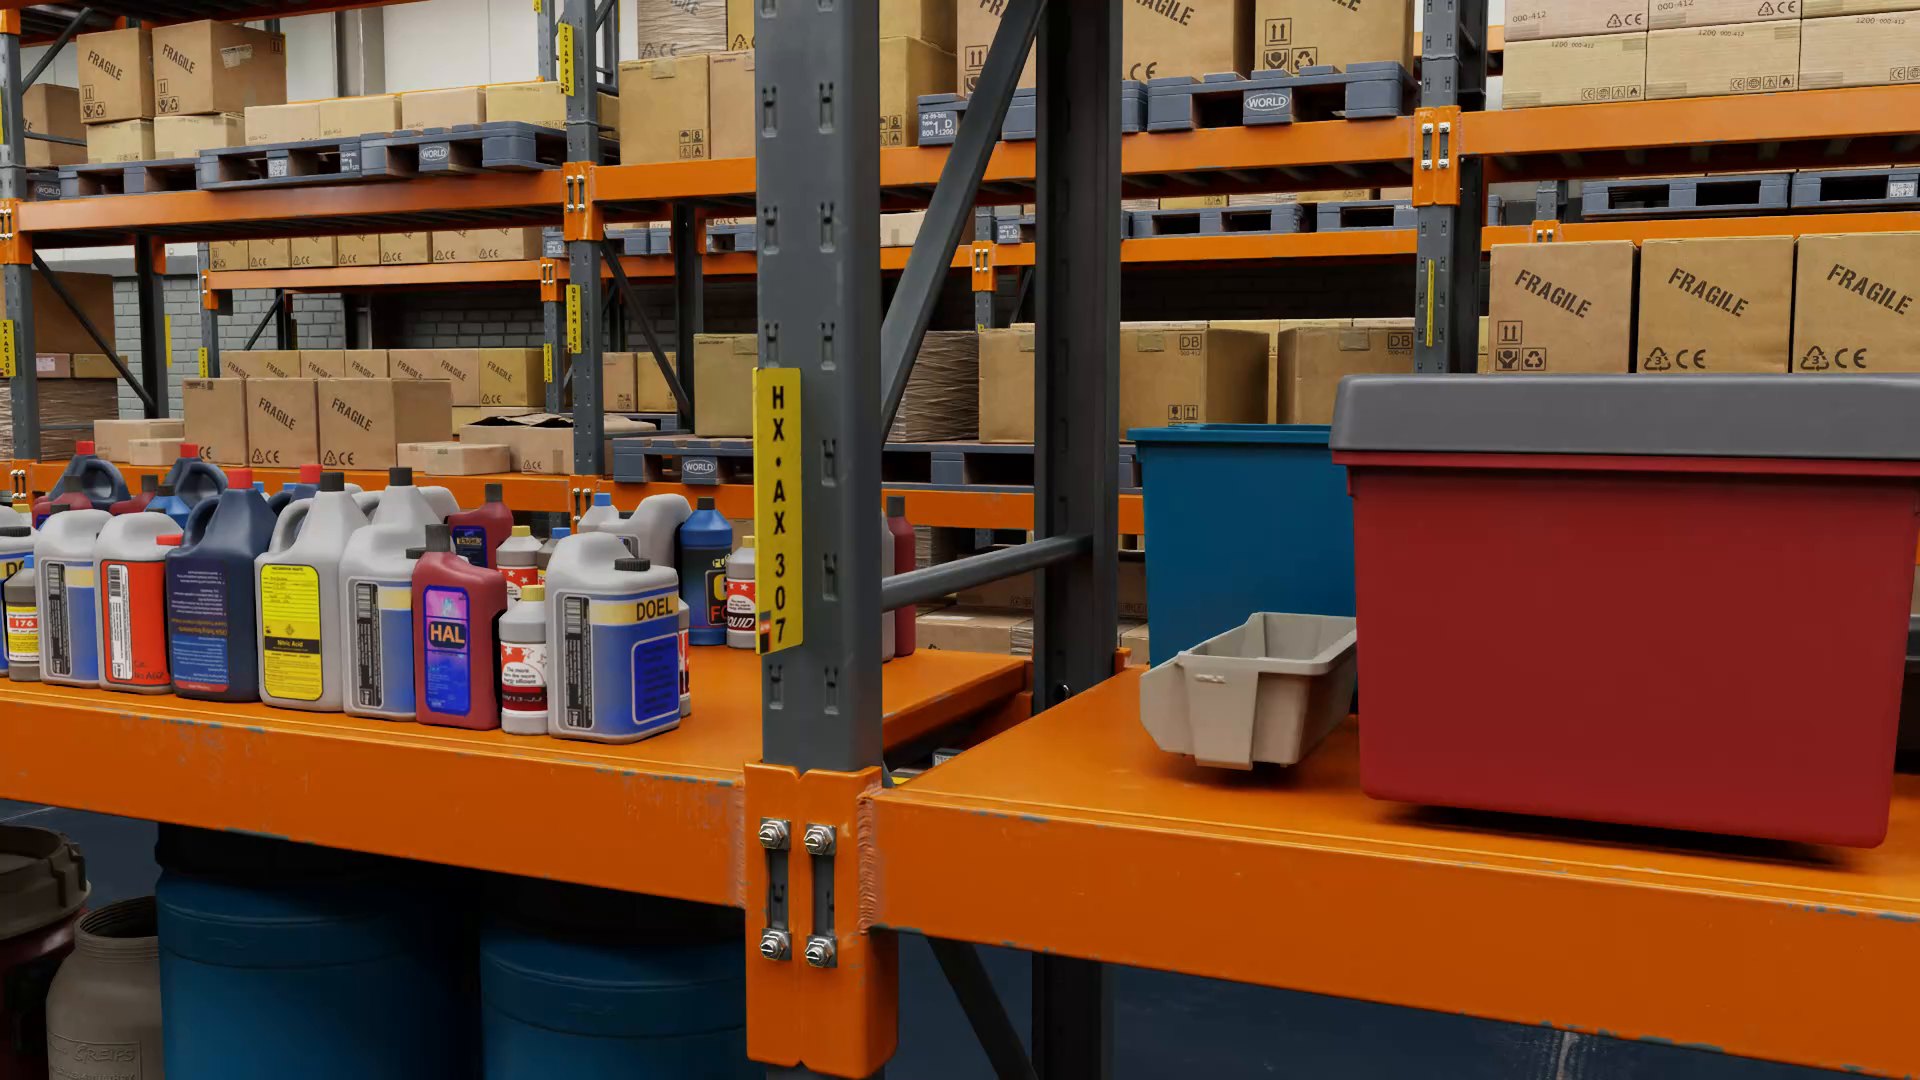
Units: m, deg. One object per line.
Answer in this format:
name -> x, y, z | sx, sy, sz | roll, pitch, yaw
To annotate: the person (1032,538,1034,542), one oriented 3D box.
person -> 0.772, 0.094, 11.050 | 0.491, 1.273, 0.935 | 2, 6, 22
